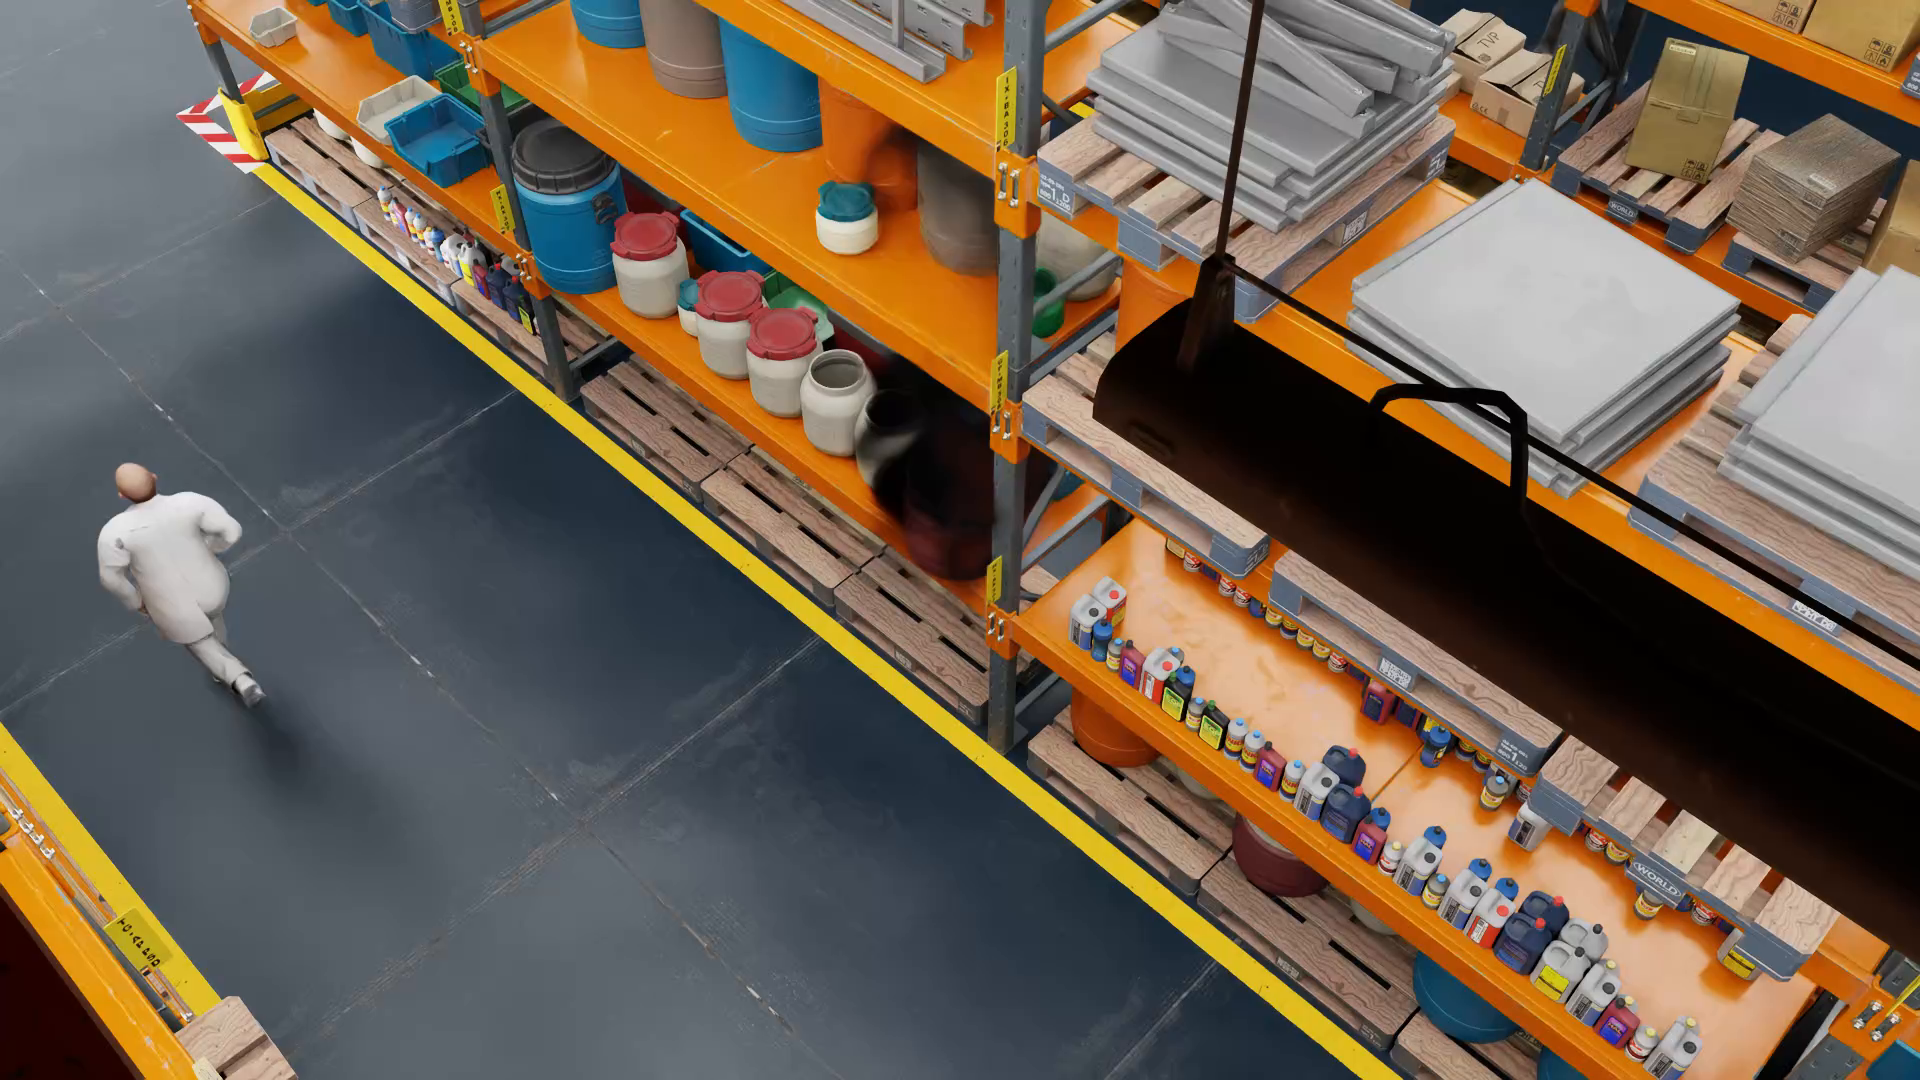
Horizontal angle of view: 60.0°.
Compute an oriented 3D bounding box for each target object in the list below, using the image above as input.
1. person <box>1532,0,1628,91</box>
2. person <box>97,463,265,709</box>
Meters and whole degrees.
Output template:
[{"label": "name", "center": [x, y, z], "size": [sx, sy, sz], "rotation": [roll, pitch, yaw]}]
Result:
[{"label": "person", "center": [4.907, -4.253, 12.827], "size": [0.901, 1.717, 0.559], "rotation": [22, 53, 17]}, {"label": "person", "center": [-4.113, 0.307, 8.959], "size": [0.725, 1.766, 0.908], "rotation": [-35, 58, -26]}]
